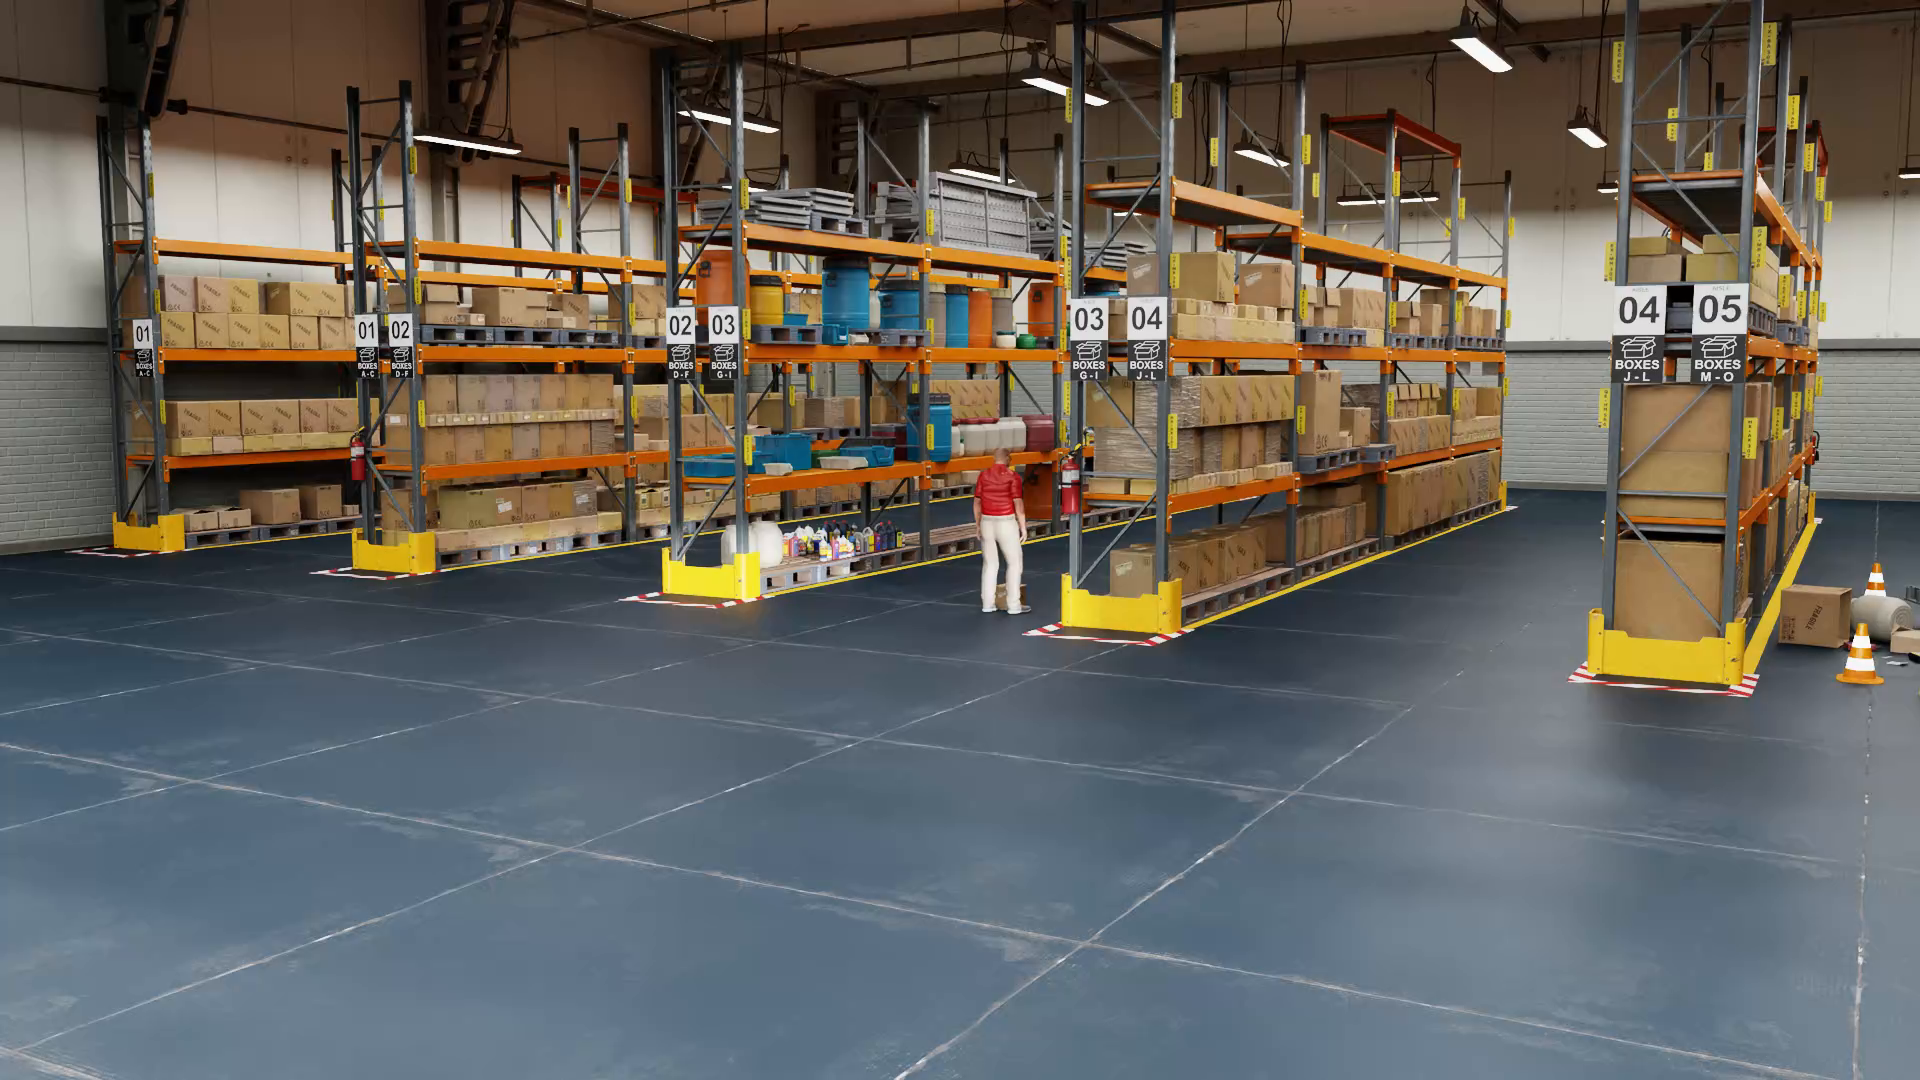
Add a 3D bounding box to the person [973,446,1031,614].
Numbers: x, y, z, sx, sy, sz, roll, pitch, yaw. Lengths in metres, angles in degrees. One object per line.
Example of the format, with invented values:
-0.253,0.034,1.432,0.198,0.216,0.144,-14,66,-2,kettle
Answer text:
0.426,-0.109,17.254,0.584,1.726,0.391,3,7,28,person
